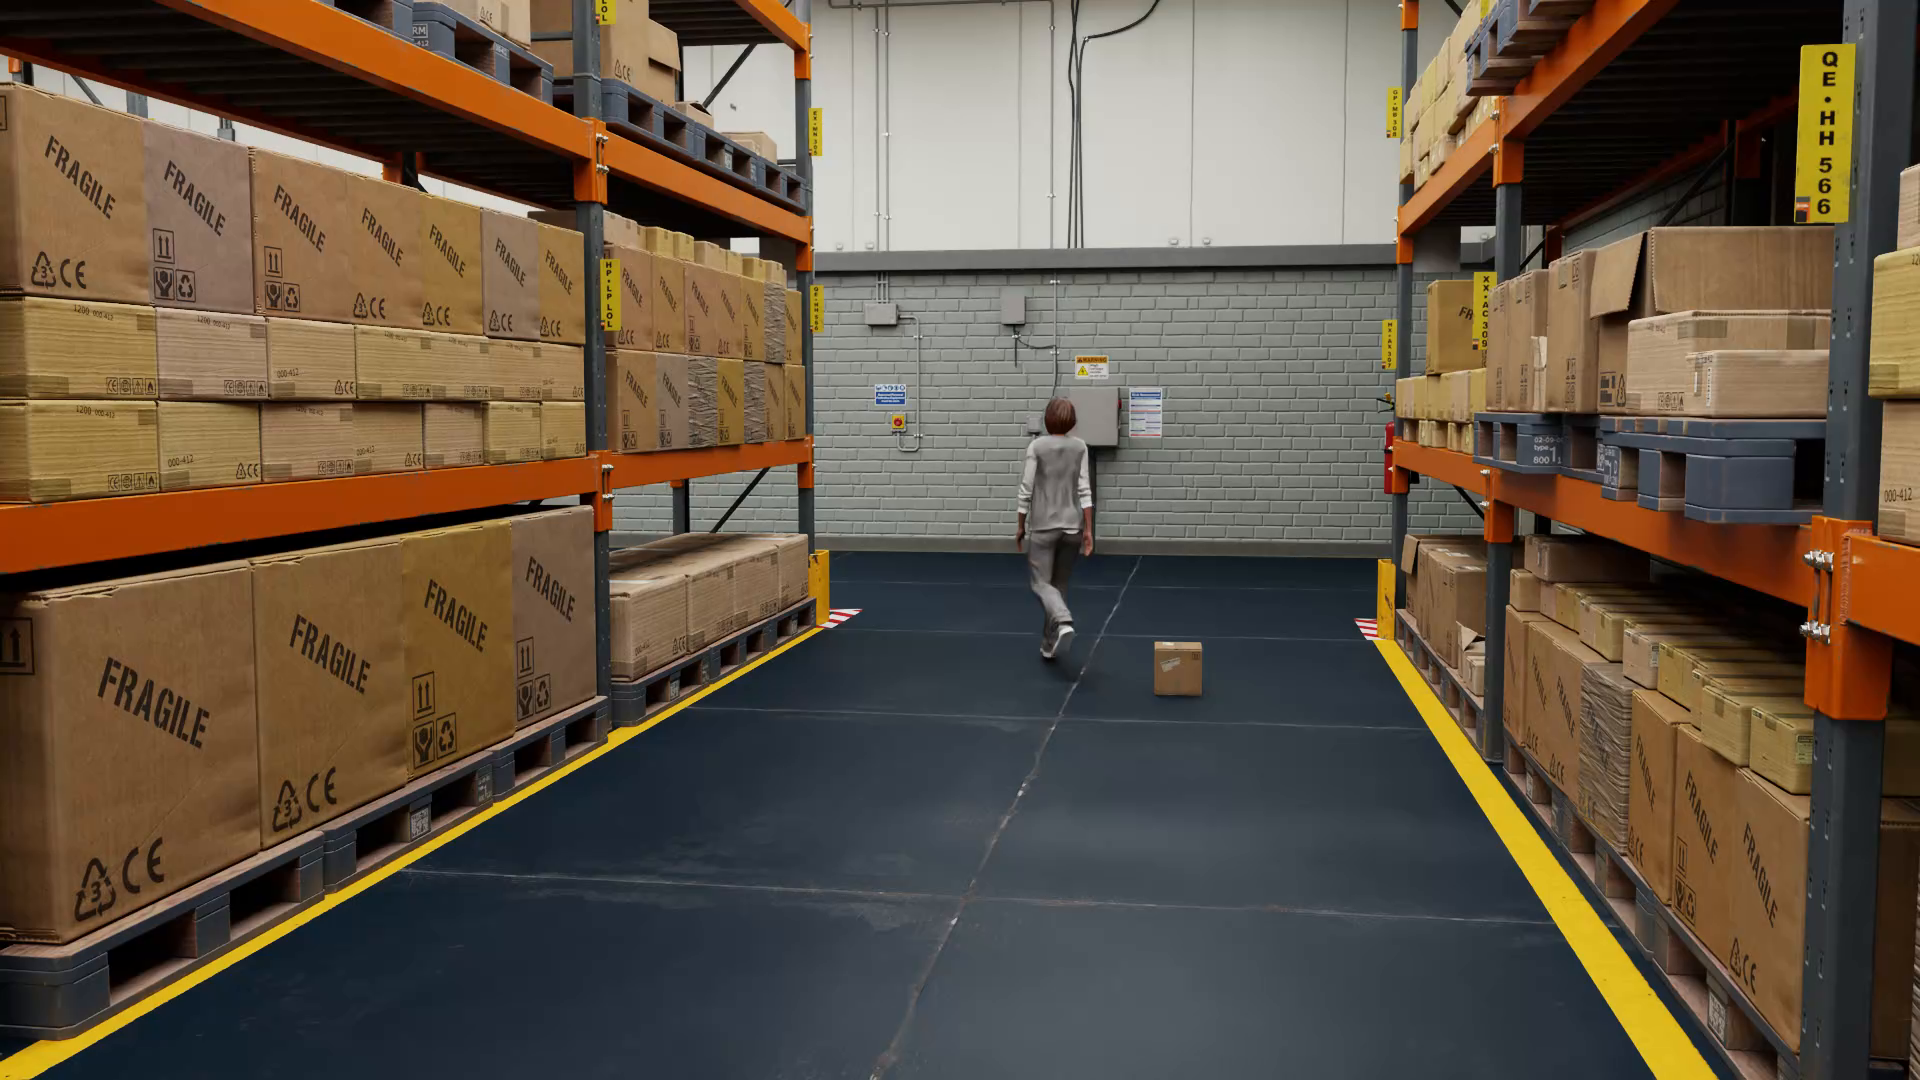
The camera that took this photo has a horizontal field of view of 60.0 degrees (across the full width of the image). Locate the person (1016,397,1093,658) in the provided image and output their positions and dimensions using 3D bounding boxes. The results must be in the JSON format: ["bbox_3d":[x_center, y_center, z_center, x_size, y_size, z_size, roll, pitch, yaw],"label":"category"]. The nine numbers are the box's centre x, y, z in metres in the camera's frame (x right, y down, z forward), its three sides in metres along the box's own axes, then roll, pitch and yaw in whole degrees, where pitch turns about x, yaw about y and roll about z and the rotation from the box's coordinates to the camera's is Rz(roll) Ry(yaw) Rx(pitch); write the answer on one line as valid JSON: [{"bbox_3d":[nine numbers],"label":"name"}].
[{"bbox_3d":[0.565,-0.058,9.751,0.428,1.559,0.833,-1,5,-12],"label":"person"}]
